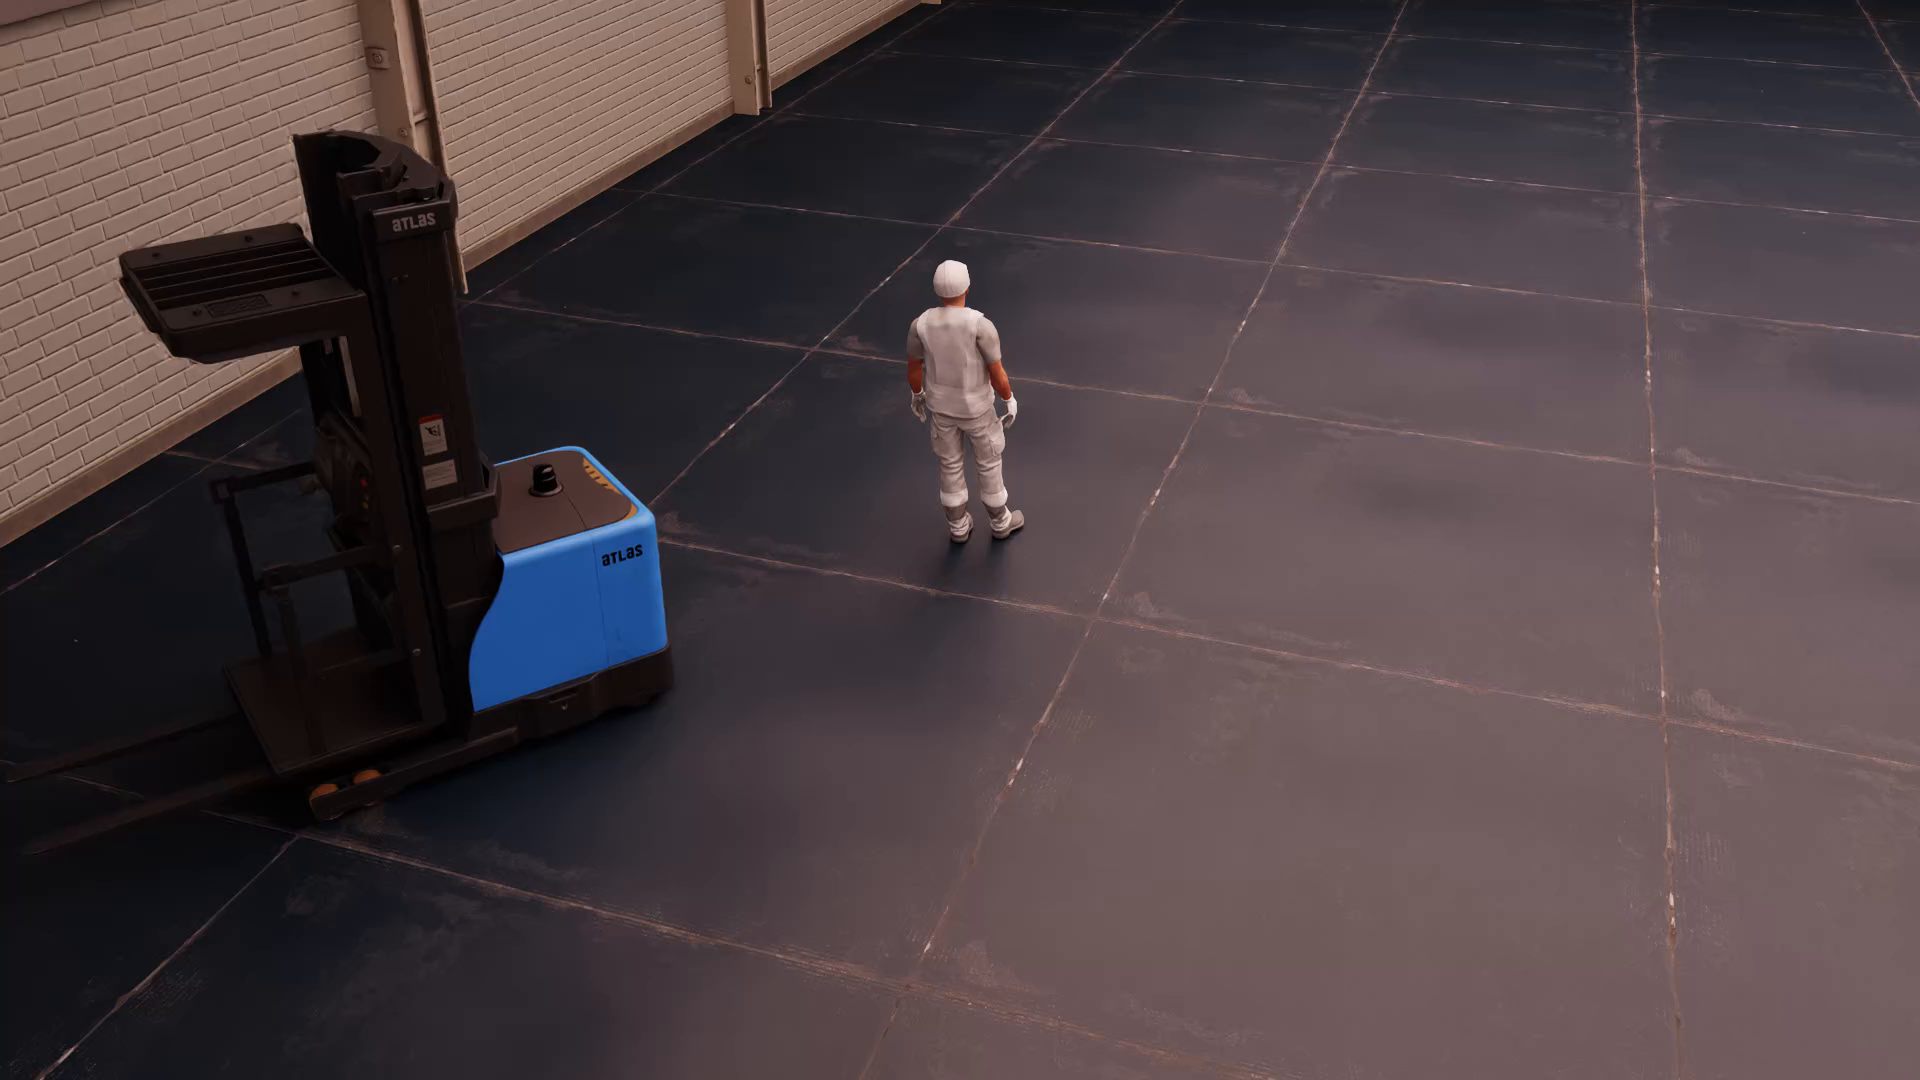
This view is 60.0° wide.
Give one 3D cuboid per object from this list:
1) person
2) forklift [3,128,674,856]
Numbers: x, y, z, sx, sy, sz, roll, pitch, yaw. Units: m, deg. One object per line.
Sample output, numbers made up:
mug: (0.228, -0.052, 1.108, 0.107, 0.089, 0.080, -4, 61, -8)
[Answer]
person: (0.036, -0.819, 9.713, 0.638, 1.789, 0.562, 10, 31, 16)
forklift: (-2.999, -0.260, 7.592, 3.031, 2.935, 1.130, -18, 34, -29)
